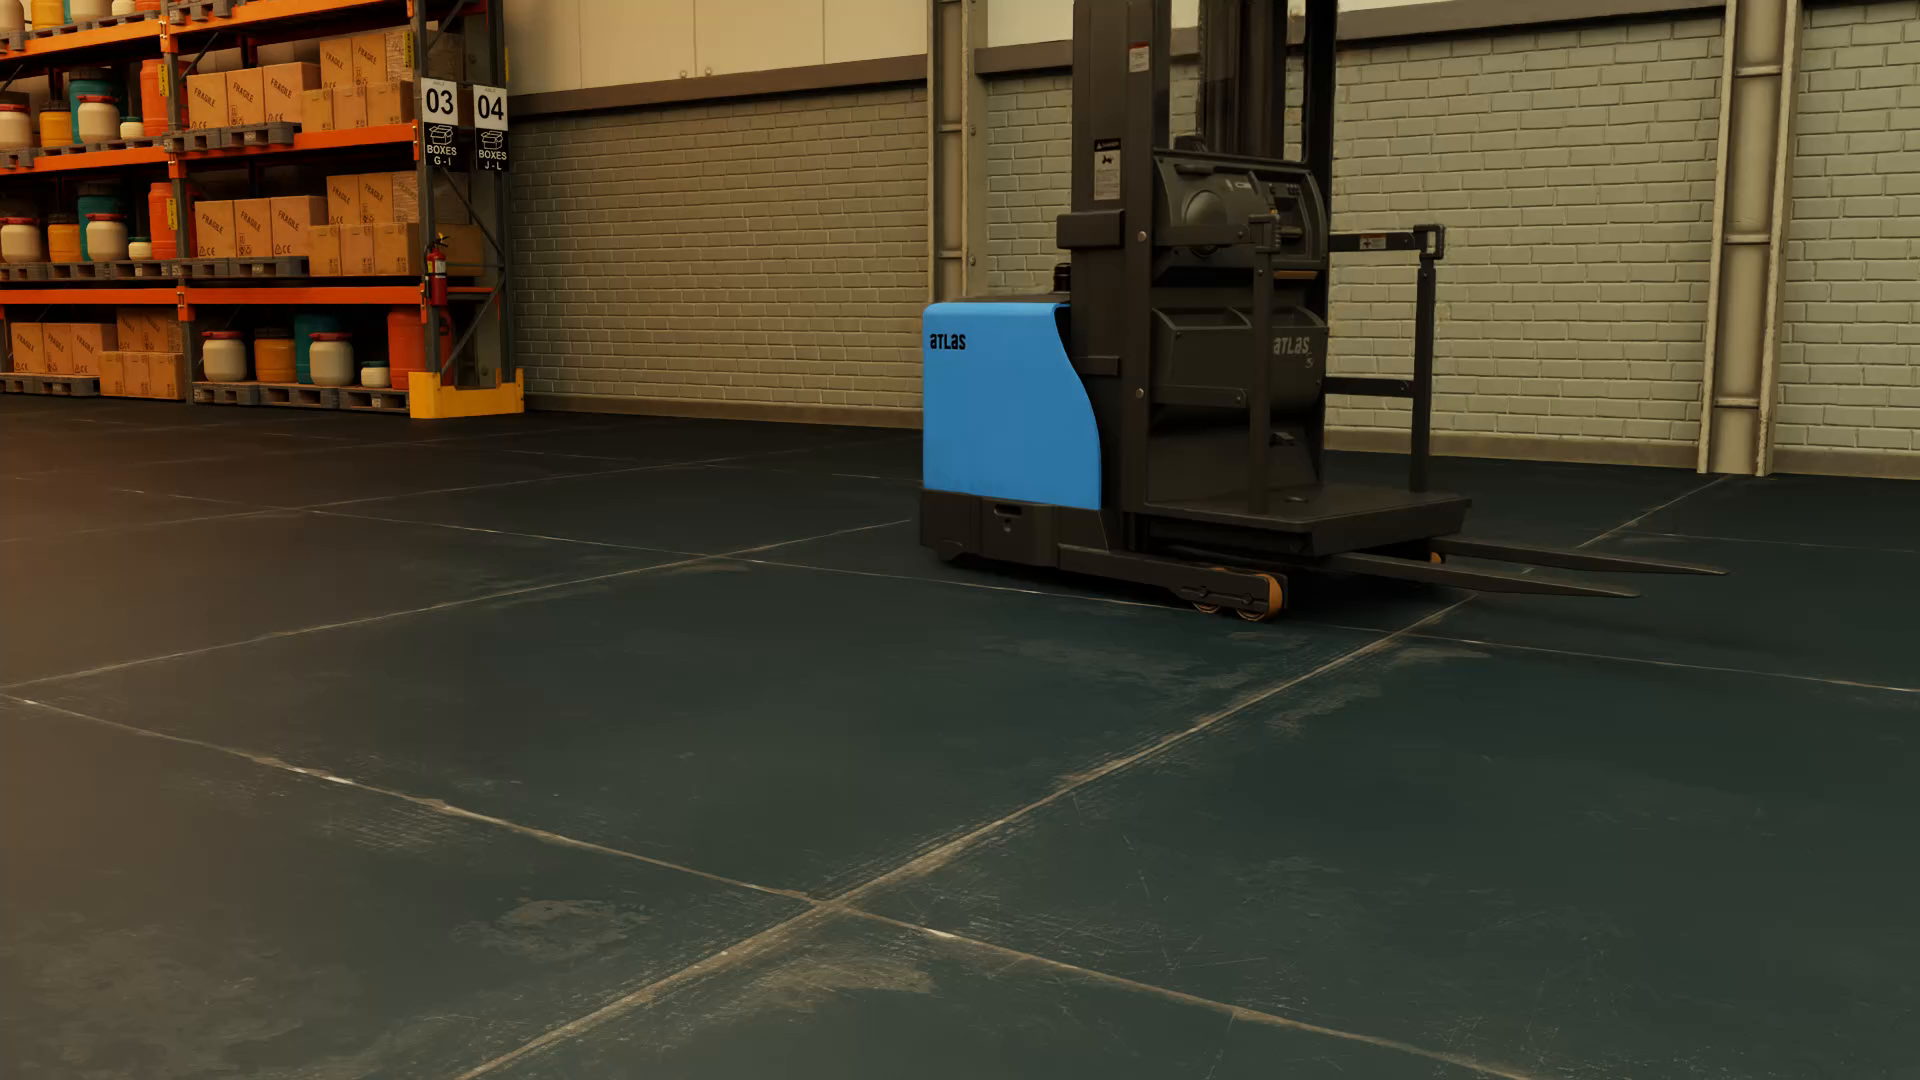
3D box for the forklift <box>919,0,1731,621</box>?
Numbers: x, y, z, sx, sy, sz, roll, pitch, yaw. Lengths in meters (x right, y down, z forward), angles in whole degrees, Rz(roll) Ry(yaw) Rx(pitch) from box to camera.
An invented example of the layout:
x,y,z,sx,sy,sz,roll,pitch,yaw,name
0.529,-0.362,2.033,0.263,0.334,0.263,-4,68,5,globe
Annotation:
x,y,z,sx,sy,sz,roll,pitch,yaw,name
1.195,-1.255,6.016,1.130,2.935,3.031,-7,11,-42,forklift
